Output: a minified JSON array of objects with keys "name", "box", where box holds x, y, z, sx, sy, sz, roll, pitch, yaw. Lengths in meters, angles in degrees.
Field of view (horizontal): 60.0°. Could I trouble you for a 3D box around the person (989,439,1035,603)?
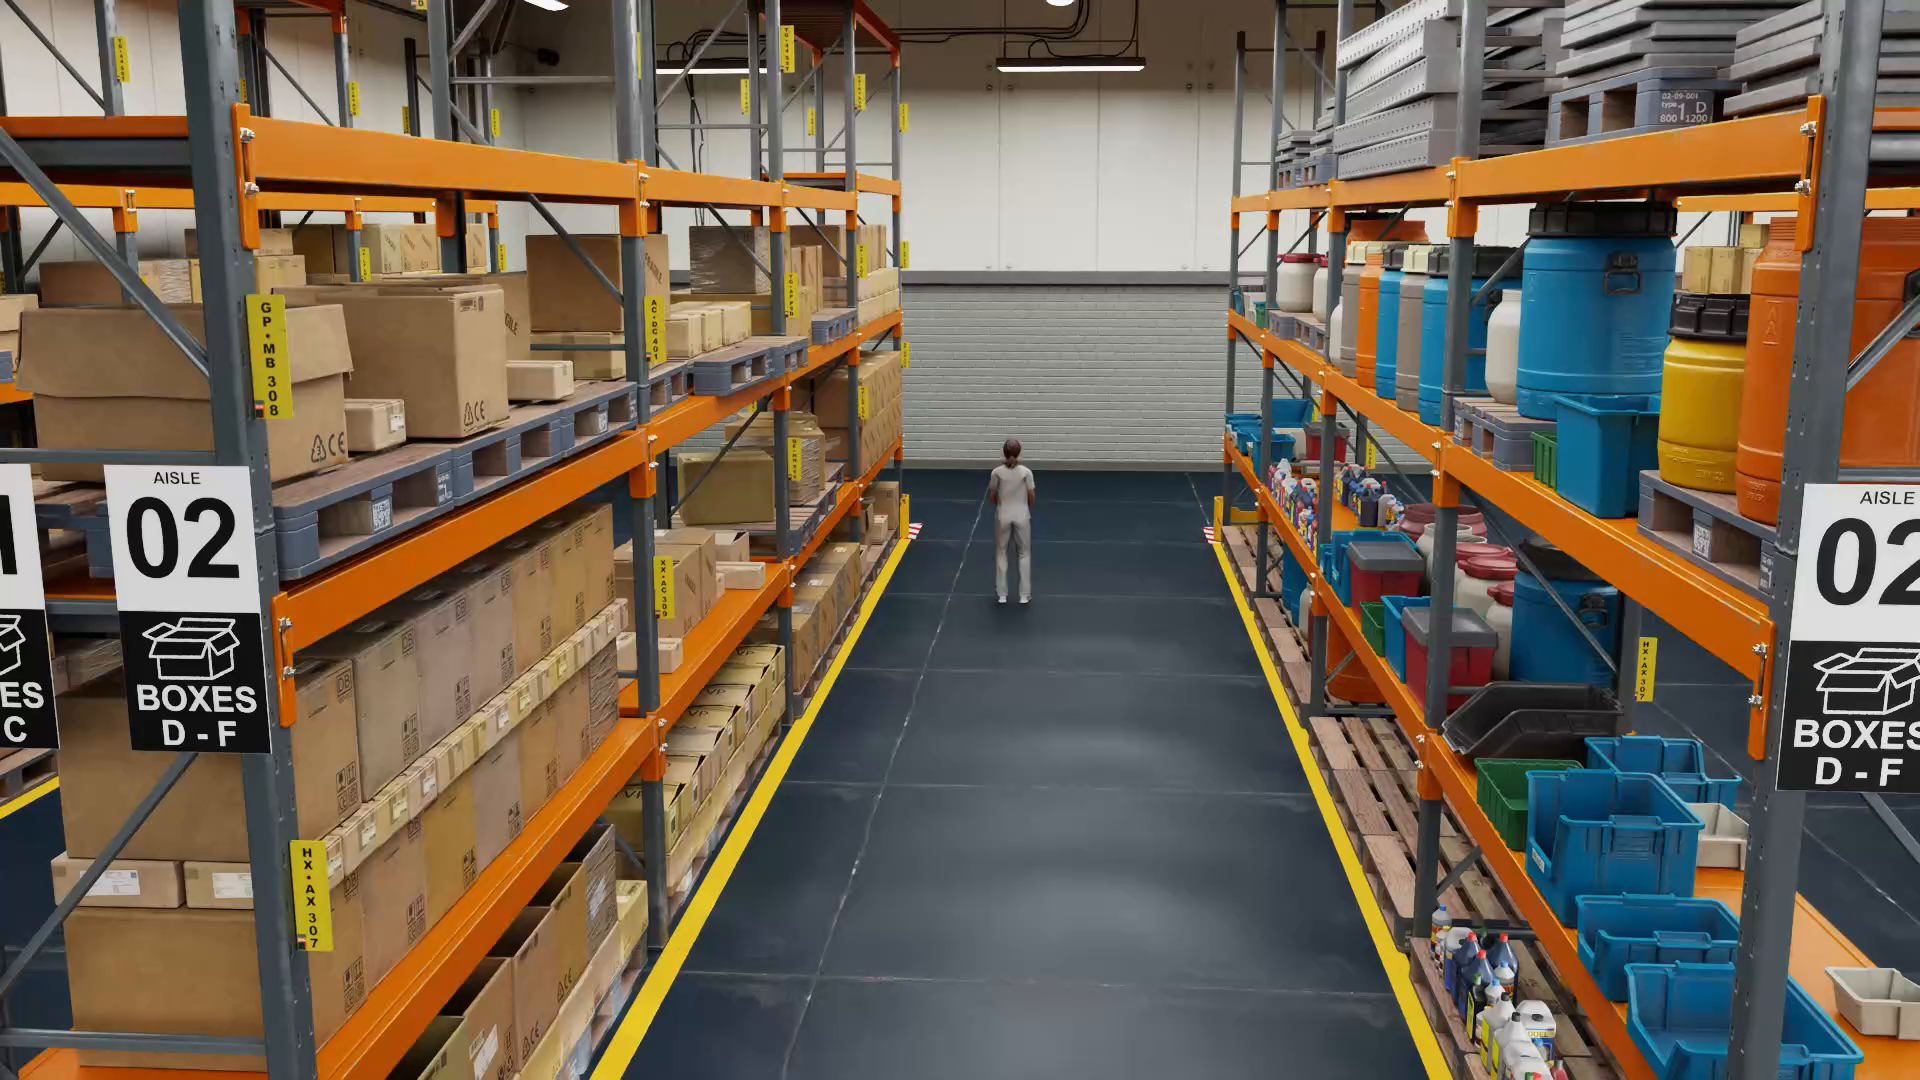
[{"name":"person","box":[0.532,-0.203,16.991,0.463,1.674,0.490,1,11,3]}]
